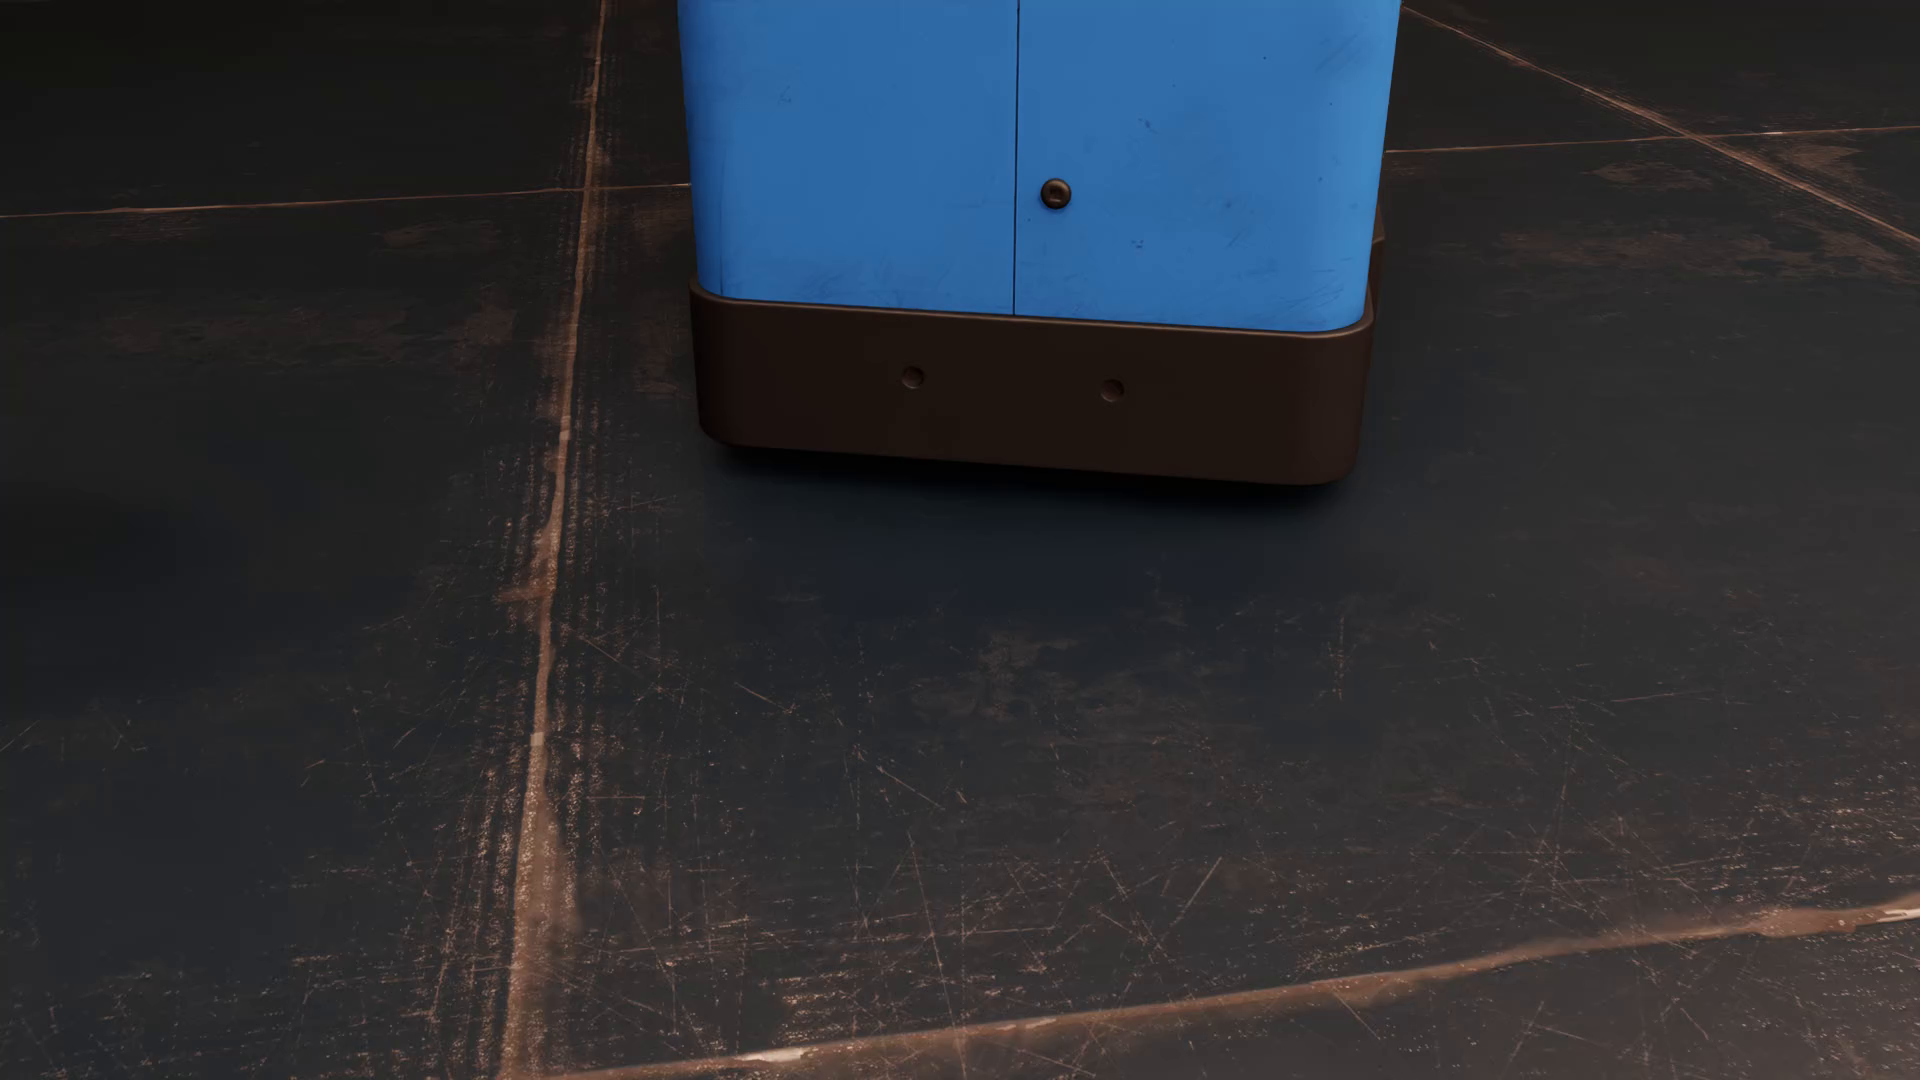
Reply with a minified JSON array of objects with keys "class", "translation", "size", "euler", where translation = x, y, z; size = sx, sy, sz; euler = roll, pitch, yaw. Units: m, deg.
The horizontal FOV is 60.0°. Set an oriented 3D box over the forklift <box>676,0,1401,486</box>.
[{"class":"forklift","translation":[0.329,-2.045,3.227],"size":[1.130,2.935,3.031],"euler":[5,28,8]}]
